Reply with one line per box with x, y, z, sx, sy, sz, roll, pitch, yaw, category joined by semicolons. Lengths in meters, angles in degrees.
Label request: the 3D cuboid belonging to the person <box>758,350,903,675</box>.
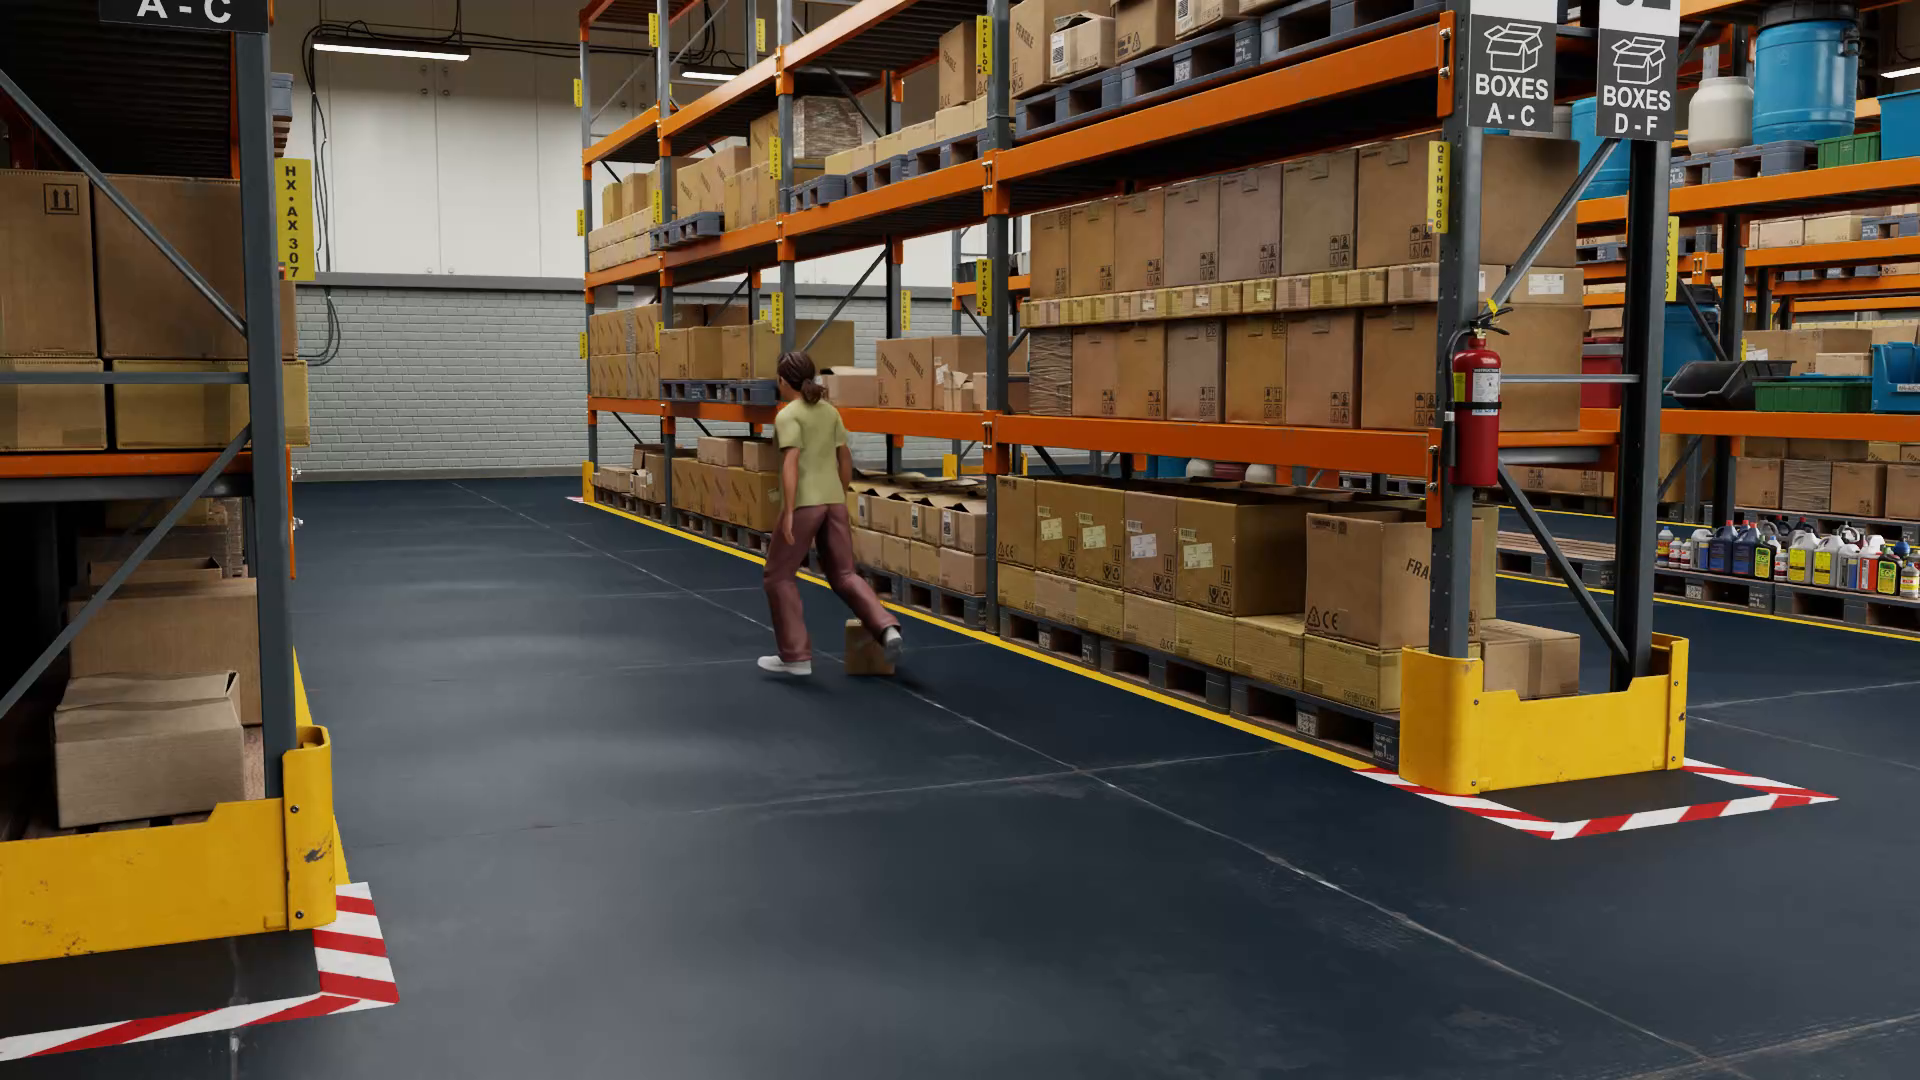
-0.644;-0.127;8.306;0.759;1.633;0.527;5;7;43;person
